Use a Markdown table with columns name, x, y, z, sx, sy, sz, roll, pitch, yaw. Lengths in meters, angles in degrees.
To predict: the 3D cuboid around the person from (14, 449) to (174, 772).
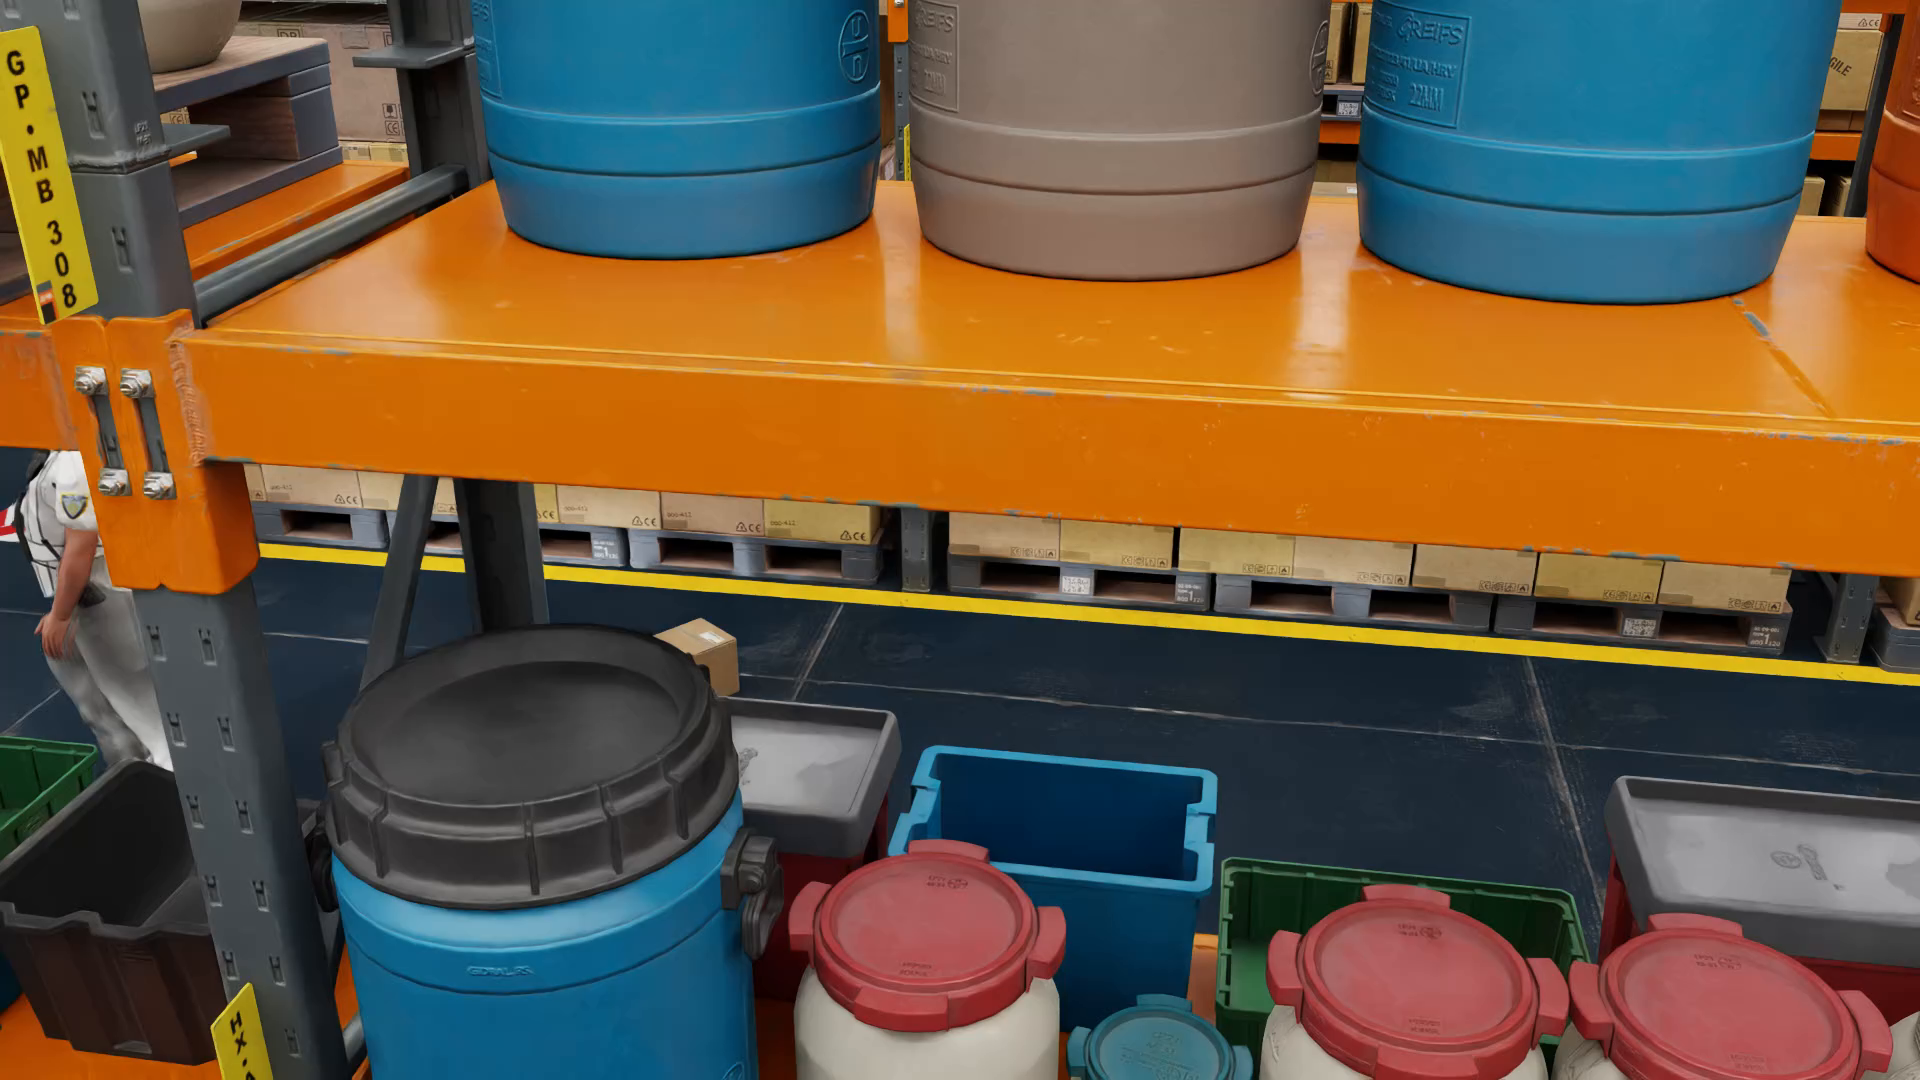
| name | x | y | z | sx | sy | sz | roll | pitch | yaw |
| --- | --- | --- | --- | --- | --- | --- | --- | --- | --- |
| person | -2.973 | 0.177 | 5.728 | 0.512 | 1.841 | 0.576 | -6 | 26 | -14 |
